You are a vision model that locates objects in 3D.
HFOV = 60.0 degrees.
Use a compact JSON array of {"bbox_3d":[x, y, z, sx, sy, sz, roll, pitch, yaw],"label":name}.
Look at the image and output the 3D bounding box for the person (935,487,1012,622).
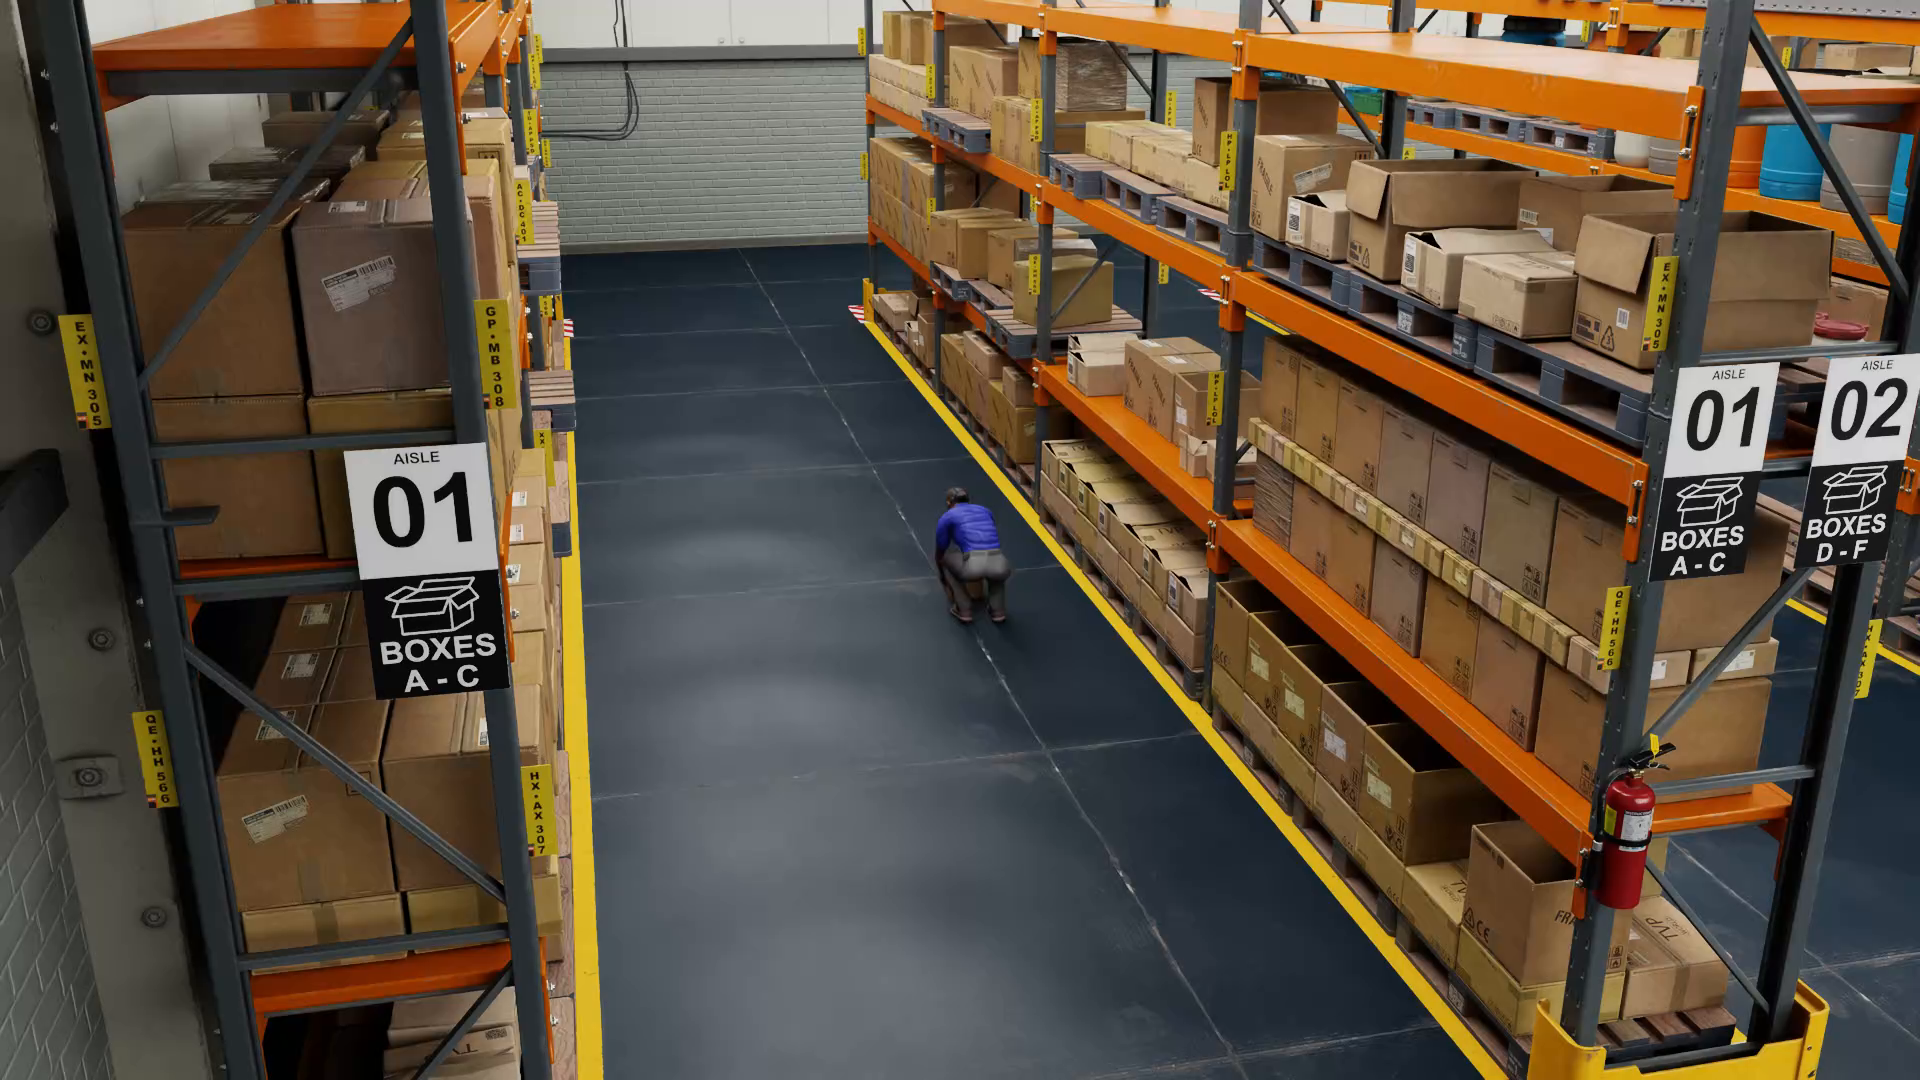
[{"bbox_3d":[0.091,0.117,11.945,0.482,0.861,0.816,-4,20,-12],"label":"person"}]
